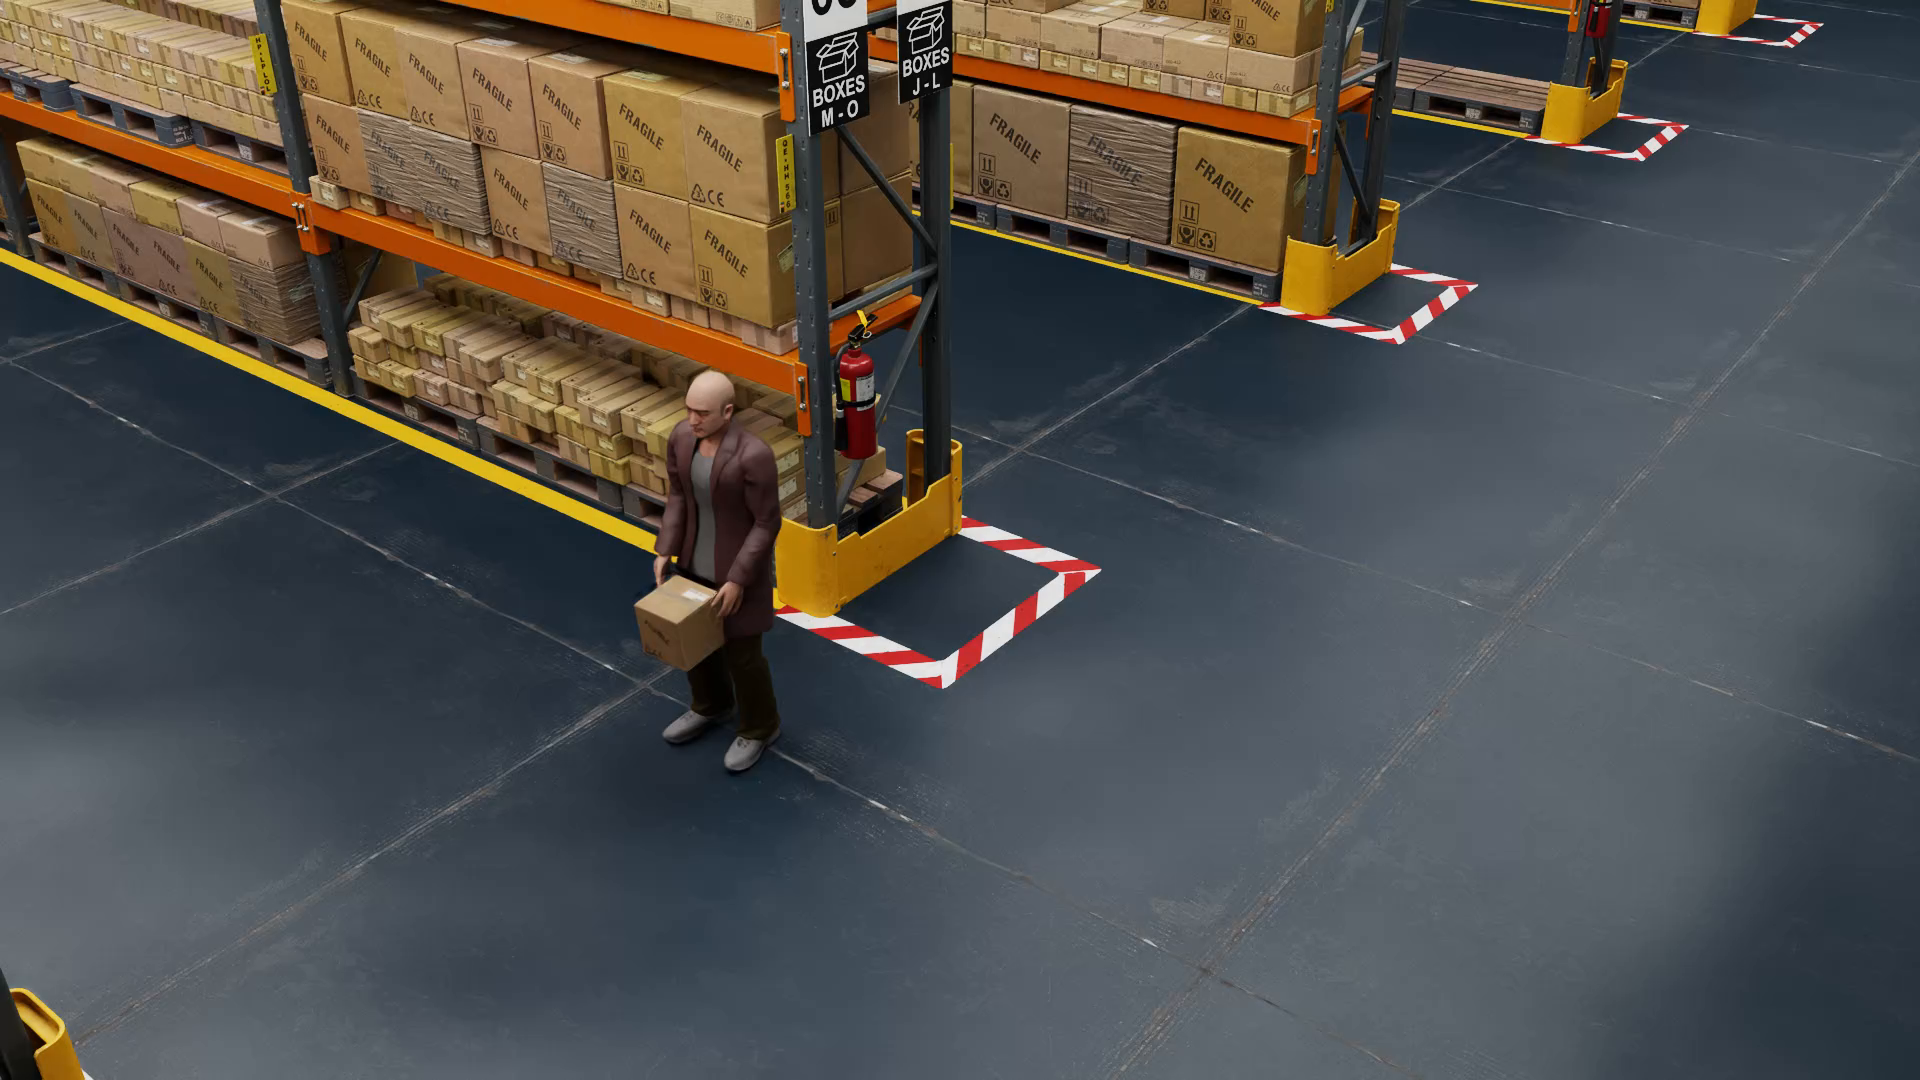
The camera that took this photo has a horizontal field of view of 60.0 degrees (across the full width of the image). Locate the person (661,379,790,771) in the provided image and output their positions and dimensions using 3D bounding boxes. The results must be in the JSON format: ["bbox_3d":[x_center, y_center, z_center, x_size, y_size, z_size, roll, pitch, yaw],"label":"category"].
[{"bbox_3d":[-0.989,0.125,6.936,0.640,1.772,0.428,19,36,29],"label":"person"}]
